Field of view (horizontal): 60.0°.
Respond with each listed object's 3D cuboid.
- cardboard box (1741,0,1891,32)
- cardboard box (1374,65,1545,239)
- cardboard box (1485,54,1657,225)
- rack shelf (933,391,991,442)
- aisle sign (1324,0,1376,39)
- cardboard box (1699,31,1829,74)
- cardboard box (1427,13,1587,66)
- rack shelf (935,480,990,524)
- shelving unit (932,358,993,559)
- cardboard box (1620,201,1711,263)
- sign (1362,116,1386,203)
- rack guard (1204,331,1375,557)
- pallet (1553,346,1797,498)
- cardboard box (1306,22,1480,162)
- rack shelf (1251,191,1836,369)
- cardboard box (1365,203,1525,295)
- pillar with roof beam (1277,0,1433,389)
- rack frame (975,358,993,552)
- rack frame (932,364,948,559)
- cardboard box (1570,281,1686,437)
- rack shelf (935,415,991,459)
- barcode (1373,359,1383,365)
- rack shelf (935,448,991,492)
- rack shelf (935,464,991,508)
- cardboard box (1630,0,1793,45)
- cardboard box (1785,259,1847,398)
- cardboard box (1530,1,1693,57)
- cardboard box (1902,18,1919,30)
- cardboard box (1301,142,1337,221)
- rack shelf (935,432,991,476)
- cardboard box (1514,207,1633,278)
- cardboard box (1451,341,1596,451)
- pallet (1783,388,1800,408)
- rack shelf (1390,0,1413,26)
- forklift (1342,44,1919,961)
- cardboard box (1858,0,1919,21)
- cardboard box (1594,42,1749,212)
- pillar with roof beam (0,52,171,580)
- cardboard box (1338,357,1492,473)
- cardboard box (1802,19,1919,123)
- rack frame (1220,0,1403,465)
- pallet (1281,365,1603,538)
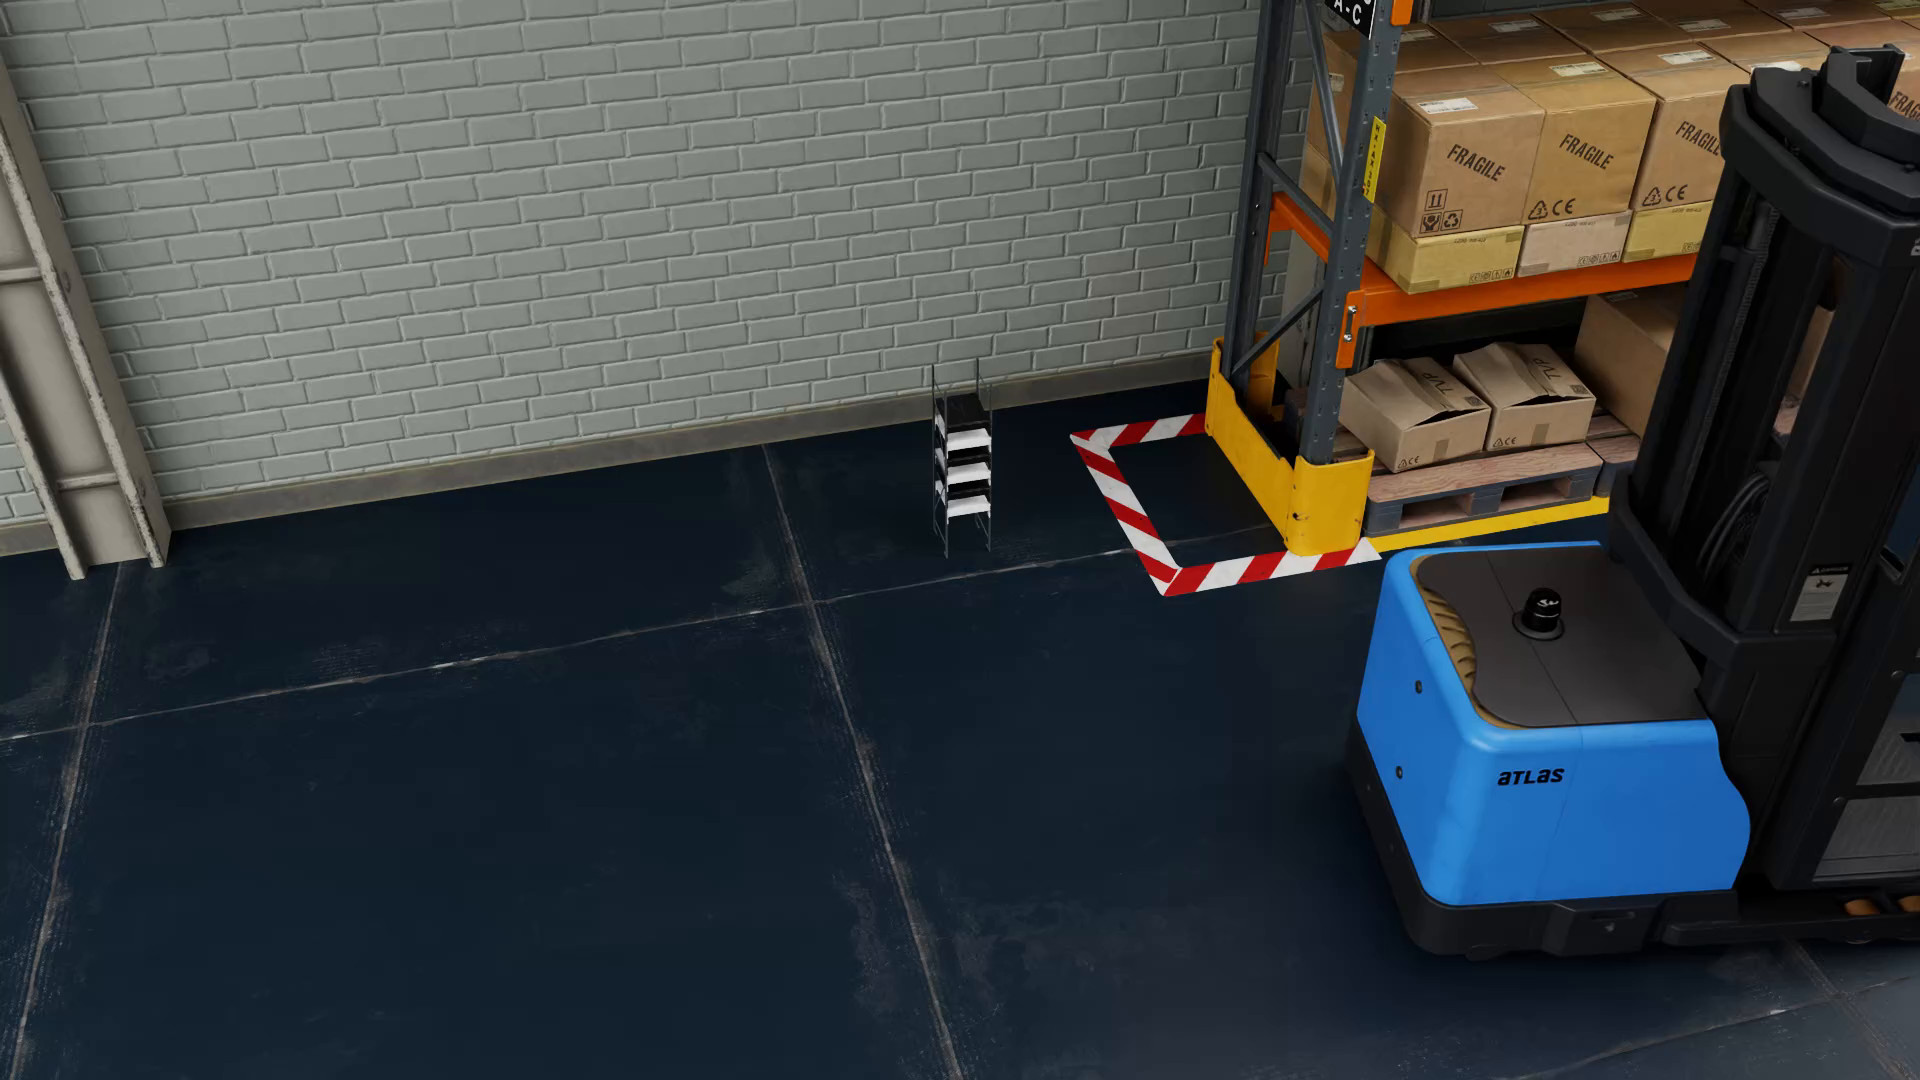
[{"bbox_3d":[3.849,-2.237,7.695,0.500,0.500,0.500,-8,38,-11],"label":"cardboard box"},{"bbox_3d":[2.018,-1.610,6.875,0.500,0.500,0.500,-9,38,-12],"label":"cardboard box"},{"bbox_3d":[2.498,-1.682,6.970,0.500,0.500,0.500,-9,38,-12],"label":"cardboard box"},{"bbox_3d":[0.008,-0.547,7.334,0.200,0.077,0.258,-9,38,-12],"label":"rack shelf"},{"bbox_3d":[1.487,-2.309,6.160,0.004,0.787,0.394,-9,38,-12],"label":"aisle sign"},{"bbox_3d":[3.493,-1.849,7.188,0.500,0.500,0.500,-8,38,-11],"label":"cardboard box"},{"bbox_3d":[2.367,-1.984,7.364,0.500,0.500,0.500,-9,38,-11],"label":"cardboard box"},{"bbox_3d":[0.008,-0.189,7.608,0.200,0.077,0.258,-9,38,-12],"label":"rack shelf"},{"bbox_3d":[0.008,-0.359,7.478,0.210,0.900,0.258,-9,38,-12],"label":"shelving unit"},{"bbox_3d":[3.023,-1.471,7.312,0.500,0.250,0.500,-10,39,-13],"label":"cardboard box"},{"bbox_3d":[1.620,-1.490,6.516,0.005,0.325,0.100,-9,38,-12],"label":"sign"},{"bbox_3d":[1.552,-0.483,7.970,0.348,0.500,1.175,-9,38,-12],"label":"rack guard"},{"bbox_3d":[3.521,-0.668,8.449,1.213,0.211,1.003,-9,38,-12],"label":"pallet"},{"bbox_3d":[1.878,-1.910,7.267,0.500,0.500,0.500,-10,38,-12],"label":"cardboard box"},{"bbox_3d":[3.409,-1.495,7.828,4.000,0.370,1.077,-9,38,-12],"label":"rack shelf"},{"bbox_3d":[2.032,-1.304,7.092,0.500,0.250,0.500,-10,39,-13],"label":"cardboard box"},{"bbox_3d":[3.051,-1.940,2.880,0.400,9.000,9.100,-9,38,-12],"label":"pillar with roof beam"},{"bbox_3d":[0.106,-0.375,7.499,0.006,0.900,0.240,-9,38,-12],"label":"rack frame"},{"bbox_3d":[-0.090,-0.343,7.457,0.006,0.900,0.240,-9,38,-12],"label":"rack frame"},{"bbox_3d":[3.442,-0.880,8.127,0.500,0.500,0.700,-12,39,-15],"label":"cardboard box"},{"bbox_3d":[0.008,-0.475,7.389,0.200,0.077,0.258,-9,38,-12],"label":"rack shelf"},{"bbox_3d":[2.083,-0.869,8.260,0.075,0.075,0.001,-9,38,-12],"label":"barcode"},{"bbox_3d":[0.008,-0.332,7.499,0.200,0.077,0.258,-9,38,-12],"label":"rack shelf"},{"bbox_3d":[0.008,-0.261,7.553,0.200,0.077,0.258,-9,38,-12],"label":"rack shelf"},{"bbox_3d":[3.351,-2.148,7.579,0.500,0.500,0.500,-9,38,-11],"label":"cardboard box"},{"bbox_3d":[4.349,-1.092,8.404,0.500,0.500,0.500,-12,39,-15],"label":"cardboard box"},{"bbox_3d":[2.865,-2.068,7.474,0.500,0.500,0.500,-10,39,-13],"label":"cardboard box"},{"bbox_3d":[4.484,-2.005,7.392,0.500,0.500,0.500,-10,38,-12],"label":"cardboard box"},{"bbox_3d":[1.879,-1.600,7.480,0.500,0.250,0.500,-9,38,-11],"label":"cardboard box"},{"bbox_3d":[0.008,-0.404,7.444,0.200,0.077,0.258,-9,38,-12],"label":"rack shelf"},{"bbox_3d":[2.530,-1.394,7.211,0.500,0.250,0.500,-10,39,-13],"label":"cardboard box"},{"bbox_3d":[2.720,-0.718,8.071,0.500,0.311,0.500,-6,38,-8],"label":"cardboard box"},{"bbox_3d":[4.701,-0.863,8.705,1.213,0.211,1.003,-9,38,-12],"label":"pallet"},{"bbox_3d":[3.409,-2.687,6.917,4.000,0.370,1.077,-9,38,-12],"label":"rack shelf"},{"bbox_3d":[3.038,-0.056,5.410,3.031,2.935,1.130,-3,38,-4],"label":"forklift"},{"bbox_3d":[4.332,-2.312,7.794,0.500,0.500,0.500,-10,38,-12],"label":"cardboard box"},{"bbox_3d":[2.998,-1.760,7.072,0.500,0.500,0.500,-11,39,-13],"label":"cardboard box"},{"bbox_3d":[-2.741,-0.990,1.637,0.400,9.000,9.100,-9,38,-12],"label":"pillar with roof beam"},{"bbox_3d":[2.170,-0.628,7.953,0.500,0.311,0.500,-14,39,-17],"label":"cardboard box"},{"bbox_3d":[3.995,-1.932,7.296,0.500,0.500,0.500,-10,39,-13],"label":"cardboard box"},{"bbox_3d":[1.479,-1.464,7.195,0.127,3.000,1.000,-9,38,-12],"label":"rack frame"},{"bbox_3d":[2.345,-0.477,8.199,1.213,0.211,1.003,-9,38,-12],"label":"pallet"}]
